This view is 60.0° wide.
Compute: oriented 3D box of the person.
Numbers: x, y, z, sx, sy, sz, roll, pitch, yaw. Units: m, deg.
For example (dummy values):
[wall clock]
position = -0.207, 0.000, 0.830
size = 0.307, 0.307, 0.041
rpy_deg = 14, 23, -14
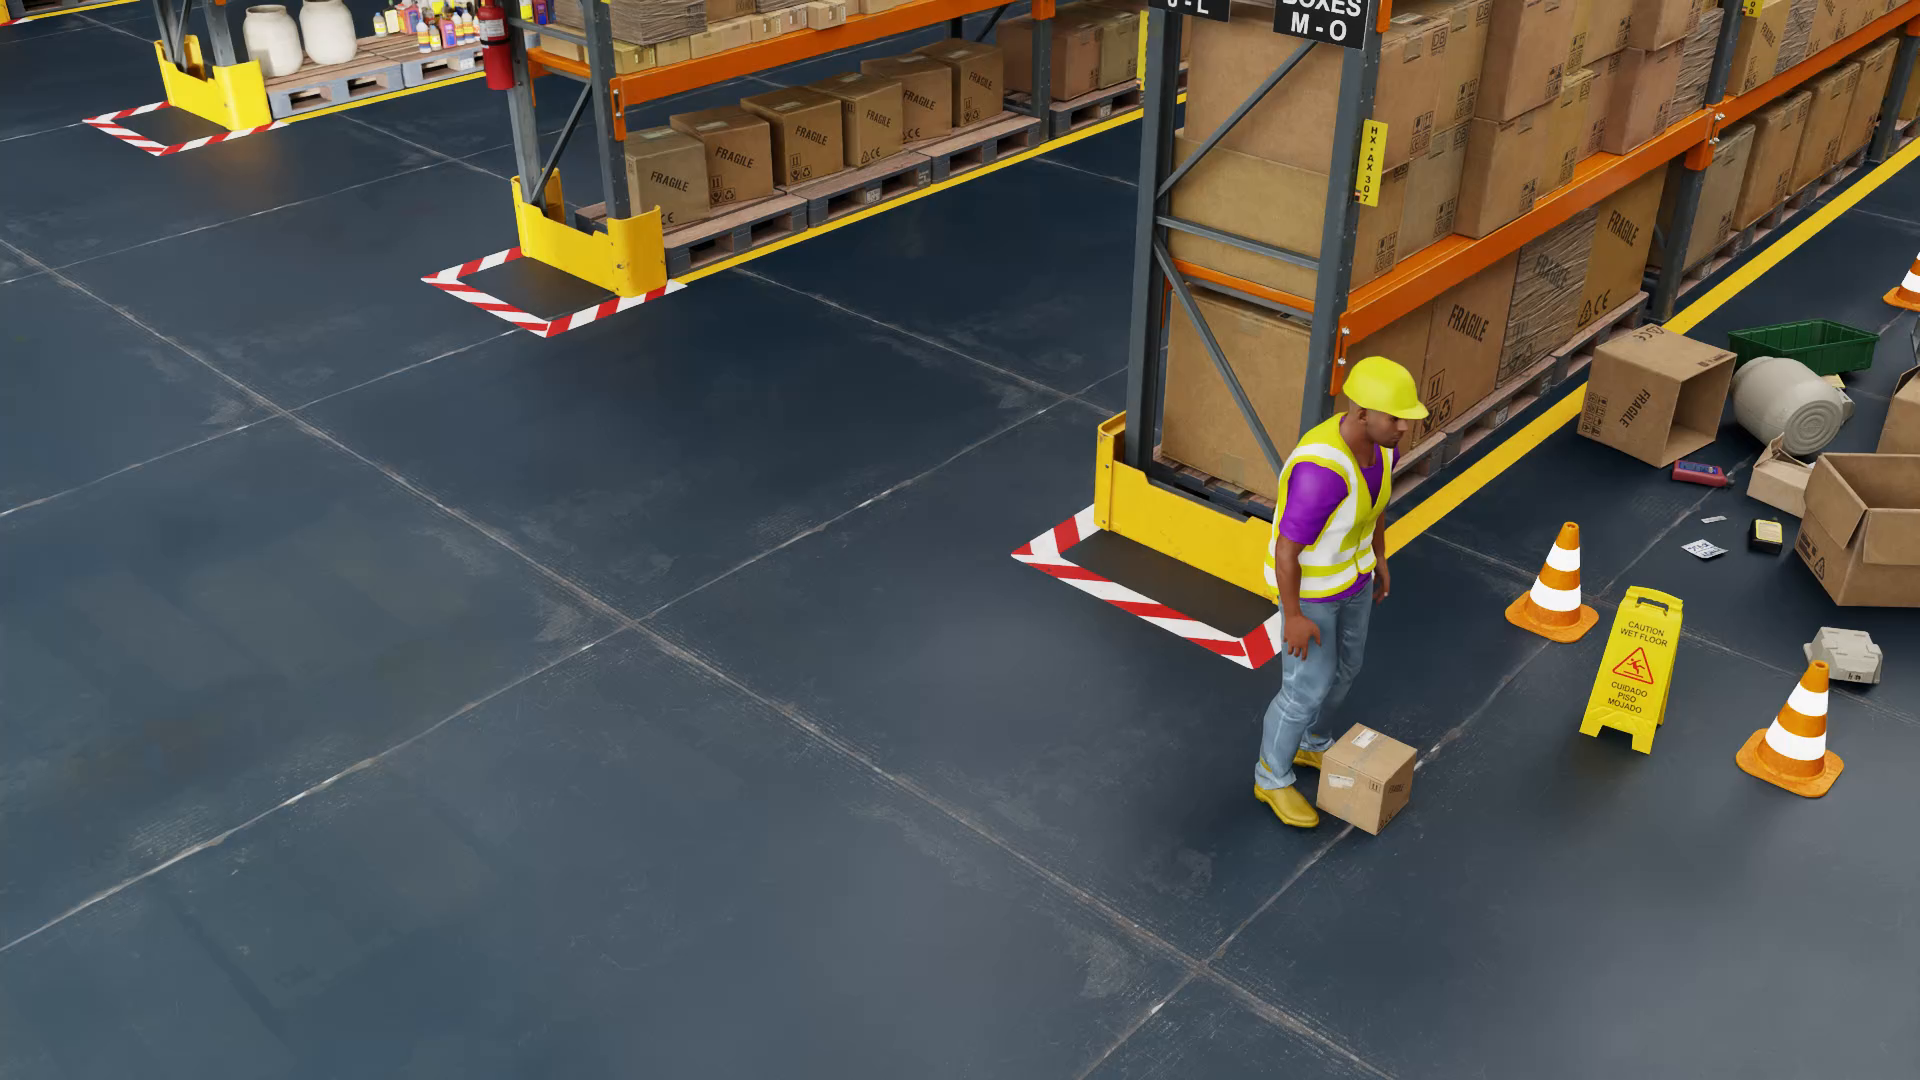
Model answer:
[person]
position = 1.316, 0.159, 5.852
size = 0.456, 1.761, 0.627
rpy_deg = 25, 39, 35
